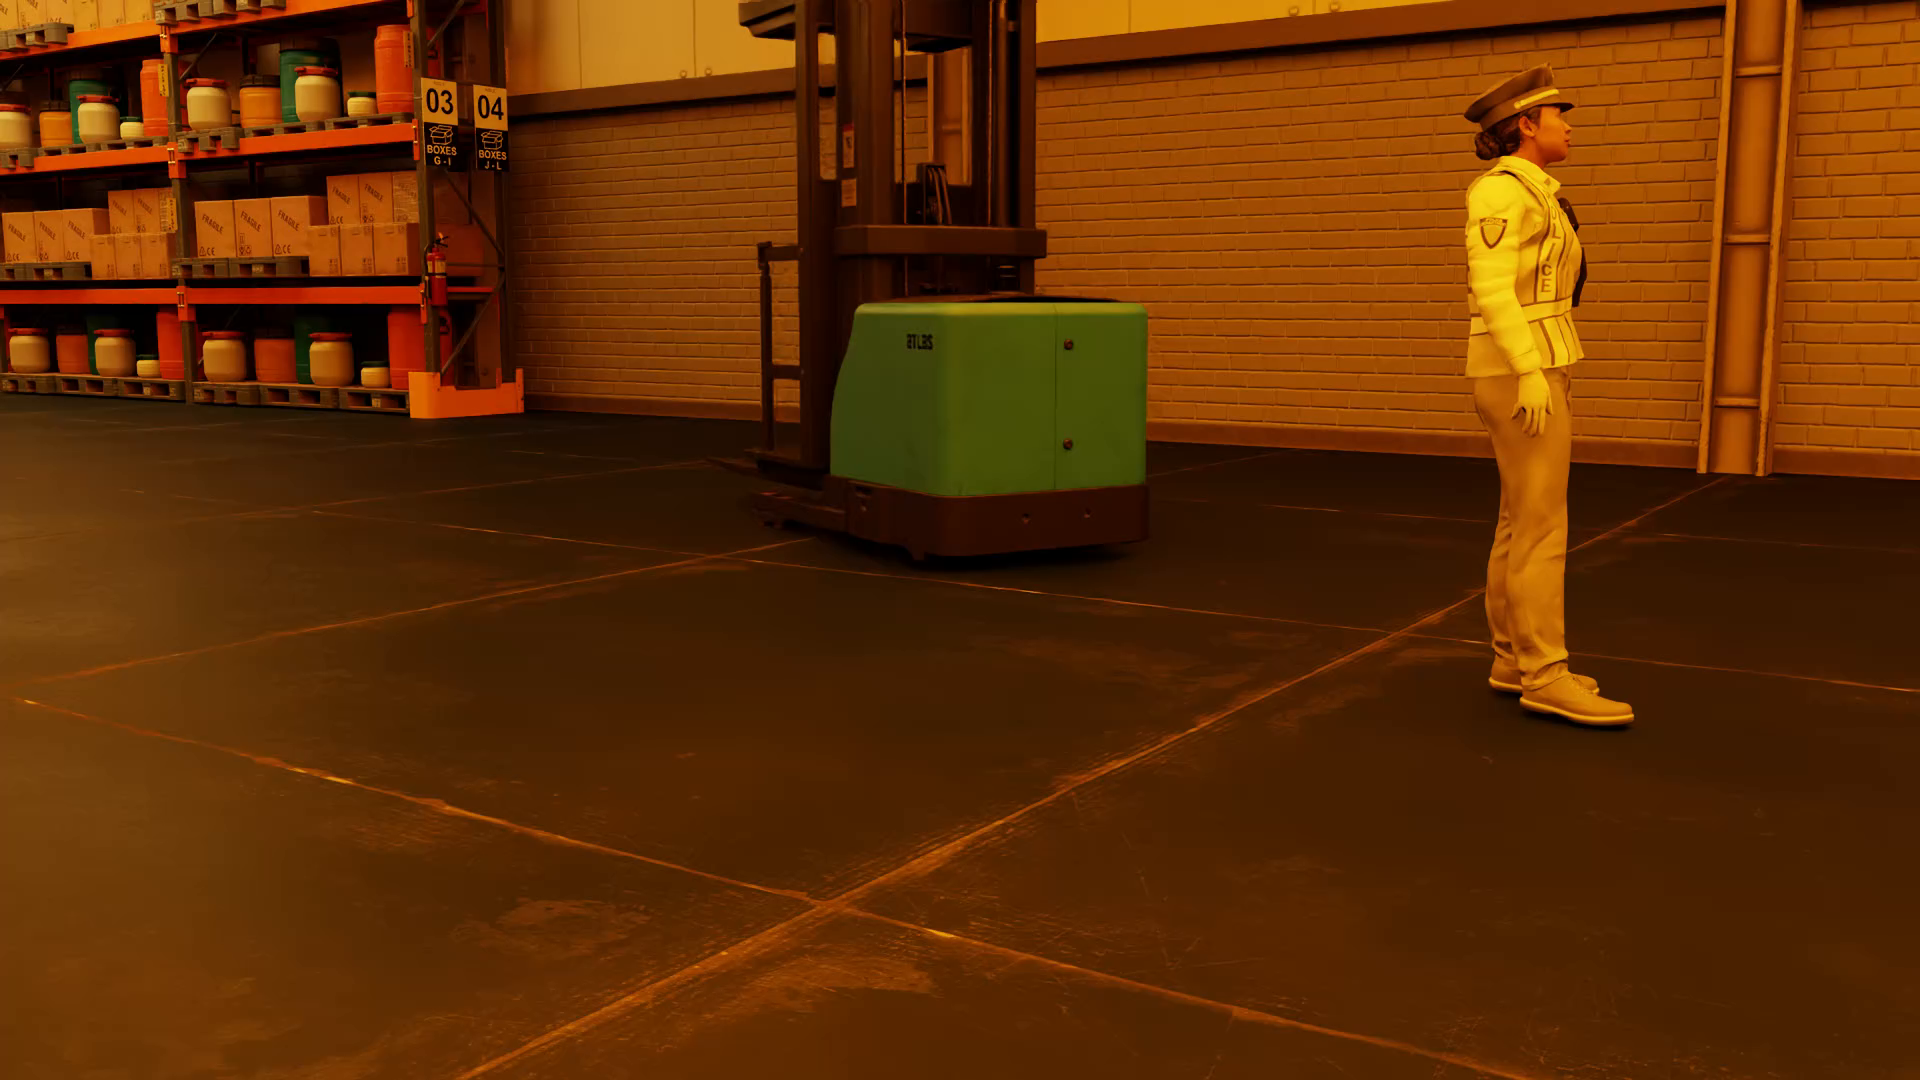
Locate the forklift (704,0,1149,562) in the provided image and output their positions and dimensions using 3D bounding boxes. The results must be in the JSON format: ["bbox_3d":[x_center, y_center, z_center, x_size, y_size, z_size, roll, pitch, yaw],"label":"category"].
[{"bbox_3d":[-0.371,-1.529,7.947,1.130,2.935,3.031,-5,9,-30],"label":"forklift"}]

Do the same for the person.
[{"bbox_3d":[1.581,-0.412,4.435,0.532,1.696,0.589,4,9,27],"label":"person"}]
